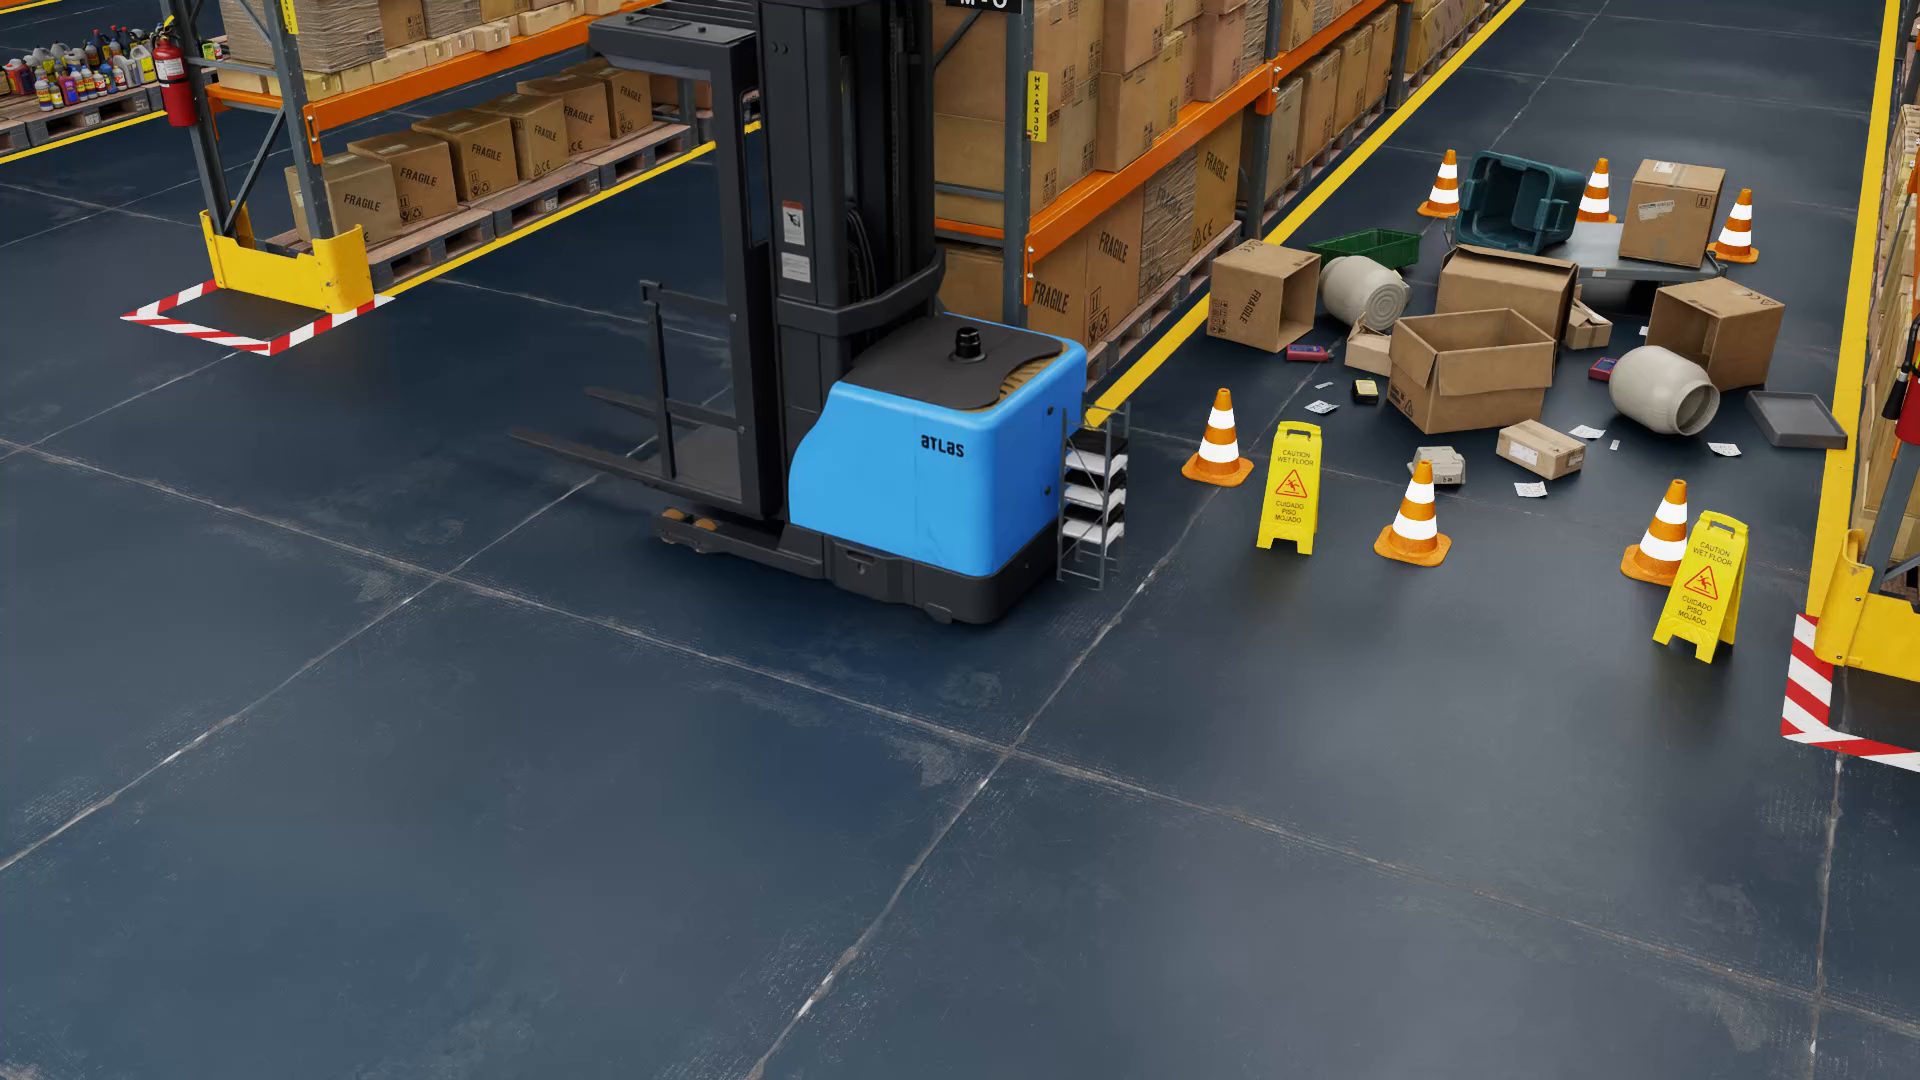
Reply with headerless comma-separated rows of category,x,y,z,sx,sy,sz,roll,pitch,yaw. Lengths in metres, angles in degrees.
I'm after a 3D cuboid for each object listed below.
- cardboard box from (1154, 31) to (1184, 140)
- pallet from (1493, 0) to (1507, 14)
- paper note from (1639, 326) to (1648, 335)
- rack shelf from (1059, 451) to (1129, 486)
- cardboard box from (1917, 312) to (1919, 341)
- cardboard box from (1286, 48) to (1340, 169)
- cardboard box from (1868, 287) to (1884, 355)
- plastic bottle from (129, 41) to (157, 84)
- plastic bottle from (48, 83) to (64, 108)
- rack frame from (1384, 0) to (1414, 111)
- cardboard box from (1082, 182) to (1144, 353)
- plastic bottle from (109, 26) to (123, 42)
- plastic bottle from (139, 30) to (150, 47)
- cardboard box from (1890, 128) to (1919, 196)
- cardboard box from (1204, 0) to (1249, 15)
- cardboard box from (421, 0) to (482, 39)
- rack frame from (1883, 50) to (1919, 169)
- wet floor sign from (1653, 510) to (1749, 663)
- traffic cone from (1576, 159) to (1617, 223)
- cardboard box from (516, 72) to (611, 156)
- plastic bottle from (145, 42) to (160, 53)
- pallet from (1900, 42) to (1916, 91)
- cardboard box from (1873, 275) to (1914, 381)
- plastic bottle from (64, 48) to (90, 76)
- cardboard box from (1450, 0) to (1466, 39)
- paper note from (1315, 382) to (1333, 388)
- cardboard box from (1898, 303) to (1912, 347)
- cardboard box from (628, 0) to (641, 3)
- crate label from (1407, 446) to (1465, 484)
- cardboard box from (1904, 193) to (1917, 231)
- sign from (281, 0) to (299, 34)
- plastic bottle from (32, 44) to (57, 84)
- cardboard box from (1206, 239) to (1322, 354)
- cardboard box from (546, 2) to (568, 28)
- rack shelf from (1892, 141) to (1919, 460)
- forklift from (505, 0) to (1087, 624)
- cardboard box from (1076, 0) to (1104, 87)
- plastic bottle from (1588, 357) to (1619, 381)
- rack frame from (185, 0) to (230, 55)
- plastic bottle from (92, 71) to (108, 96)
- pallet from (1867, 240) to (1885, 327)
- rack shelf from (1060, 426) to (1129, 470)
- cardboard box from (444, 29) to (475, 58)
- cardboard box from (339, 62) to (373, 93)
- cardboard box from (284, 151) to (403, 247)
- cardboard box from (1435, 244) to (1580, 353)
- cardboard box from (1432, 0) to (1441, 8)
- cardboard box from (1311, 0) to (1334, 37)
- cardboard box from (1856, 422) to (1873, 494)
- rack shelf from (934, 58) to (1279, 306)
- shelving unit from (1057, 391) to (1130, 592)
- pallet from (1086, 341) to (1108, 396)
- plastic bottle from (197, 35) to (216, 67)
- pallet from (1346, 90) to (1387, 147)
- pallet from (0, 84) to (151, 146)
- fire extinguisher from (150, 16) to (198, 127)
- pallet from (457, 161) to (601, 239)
cardboard box,0.805,-2.717,9.818,0.875,0.550,0.500,14,33,23
pallet,5.614,-6.180,18.800,1.003,0.211,1.213,14,33,23
paper note,4.388,-1.324,10.524,0.148,0.019,0.142,14,33,23
rack shelf,0.616,-0.345,7.652,0.258,0.077,0.200,15,33,25
cardboard box,4.323,-0.929,7.107,0.380,0.149,0.250,14,33,23
cardboard box,2.341,-3.466,13.111,1.050,0.750,0.750,14,33,23
cardboard box,5.639,-1.248,9.751,0.500,0.250,0.500,13,32,21
plastic bottle,-7.354,-4.294,14.933,0.144,0.351,0.185,14,33,23
plastic bottle,-7.755,-3.814,14.247,0.097,0.201,0.097,0,30,0
rack frame,3.518,-5.310,14.485,1.000,3.000,0.127,14,33,23
cardboard box,0.522,-1.731,9.964,0.875,0.875,0.875,14,33,23
plastic bottle,-7.820,-4.609,15.482,0.144,0.351,0.185,15,33,25
plastic bottle,-7.646,-4.628,15.583,0.061,0.283,0.133,14,33,23
cardboard box,7.375,-2.698,12.153,0.950,0.372,0.625,14,33,22
cardboard box,1.350,-3.644,10.349,0.875,0.550,0.550,14,33,23
cardboard box,-3.834,-3.805,11.464,0.875,0.500,0.500,14,33,23
rack frame,7.970,-4.232,12.608,1.000,3.000,0.127,14,33,23
wet floor sign,3.287,0.177,7.294,0.232,0.644,0.267,-25,38,-36
traffic cone,4.709,-2.582,12.281,0.336,0.463,0.334,14,33,23
cardboard box,-3.146,-3.381,13.214,0.500,0.500,0.500,-26,39,-37
plastic bottle,-7.351,-4.427,15.240,0.152,0.276,0.135,14,33,23
pallet,9.508,-4.437,15.765,1.003,0.211,1.213,14,33,23
cardboard box,5.168,-1.104,8.747,0.500,0.500,0.500,16,34,26
plastic bottle,-7.956,-4.282,14.988,0.152,0.276,0.135,14,33,23
cardboard box,4.755,-5.343,16.630,0.500,0.500,0.500,14,33,22
paper note,2.154,-0.916,9.835,0.123,0.001,0.032,-18,34,-28
cardboard box,4.684,-0.985,7.888,0.380,0.149,0.250,15,33,24
cardboard box,-2.632,-4.327,13.026,0.380,0.149,0.250,14,33,23
crate label,2.533,-0.391,8.794,0.250,0.136,0.298,-1,30,-3
cardboard box,5.529,-1.813,9.330,0.380,0.149,0.250,15,33,24
sign,-4.013,-3.186,9.917,0.100,0.325,0.005,14,33,23
plastic bottle,-8.184,-4.254,14.865,0.144,0.351,0.185,16,33,25
cardboard box,1.902,-1.533,10.415,0.500,0.500,0.500,21,36,32
cardboard box,-3.124,-3.893,12.270,0.380,0.149,0.250,14,33,23
rack shelf,5.237,-1.260,8.155,1.077,0.370,4.000,14,33,23
forklift,-0.932,-1.415,7.770,3.031,2.935,1.130,16,34,26
cardboard box,0.245,-2.718,8.735,0.875,0.550,0.550,14,33,23
plastic bottle,3.891,-1.038,9.996,0.133,0.061,0.283,21,36,32
rack frame,-7.083,-5.831,15.391,1.000,3.000,0.127,14,33,23
plastic bottle,-7.555,-4.008,14.586,0.097,0.201,0.097,0,30,0
pallet,6.502,-1.595,10.816,1.003,0.211,1.213,14,33,23
rack shelf,0.616,-0.423,7.607,0.258,0.077,0.200,15,33,25
cardboard box,-3.590,-3.453,11.503,0.380,0.149,0.250,14,33,23
cardboard box,-4.023,-3.004,10.721,0.380,0.149,0.250,14,33,23
cardboard box,-4.197,-2.305,11.340,0.500,0.500,0.500,21,36,32
cardboard box,3.291,-1.431,10.101,0.797,0.637,0.503,14,33,23
cardboard box,4.278,-5.209,15.645,0.500,0.250,0.500,14,33,23
cardboard box,2.404,-3.977,12.062,0.500,0.500,0.500,15,33,24
cardboard box,4.698,-0.323,8.139,0.500,0.250,0.500,14,33,23
rack shelf,0.784,-2.338,10.032,1.077,0.370,4.000,14,33,23
shelving unit,0.616,-0.218,7.725,0.258,0.900,0.210,15,33,25
pallet,0.168,-0.927,9.652,1.003,0.211,1.213,14,33,23
plastic bottle,-7.008,-4.555,15.457,0.061,0.283,0.133,16,34,26
pallet,3.092,-3.769,14.601,1.003,0.211,1.213,14,33,23
pallet,-7.981,-3.790,14.638,1.003,0.211,1.213,14,33,23
fire extinguisher,-4.958,-2.954,10.460,0.296,0.674,0.183,14,33,23
pallet,-3.503,-2.649,12.651,1.003,0.211,1.213,14,33,23
